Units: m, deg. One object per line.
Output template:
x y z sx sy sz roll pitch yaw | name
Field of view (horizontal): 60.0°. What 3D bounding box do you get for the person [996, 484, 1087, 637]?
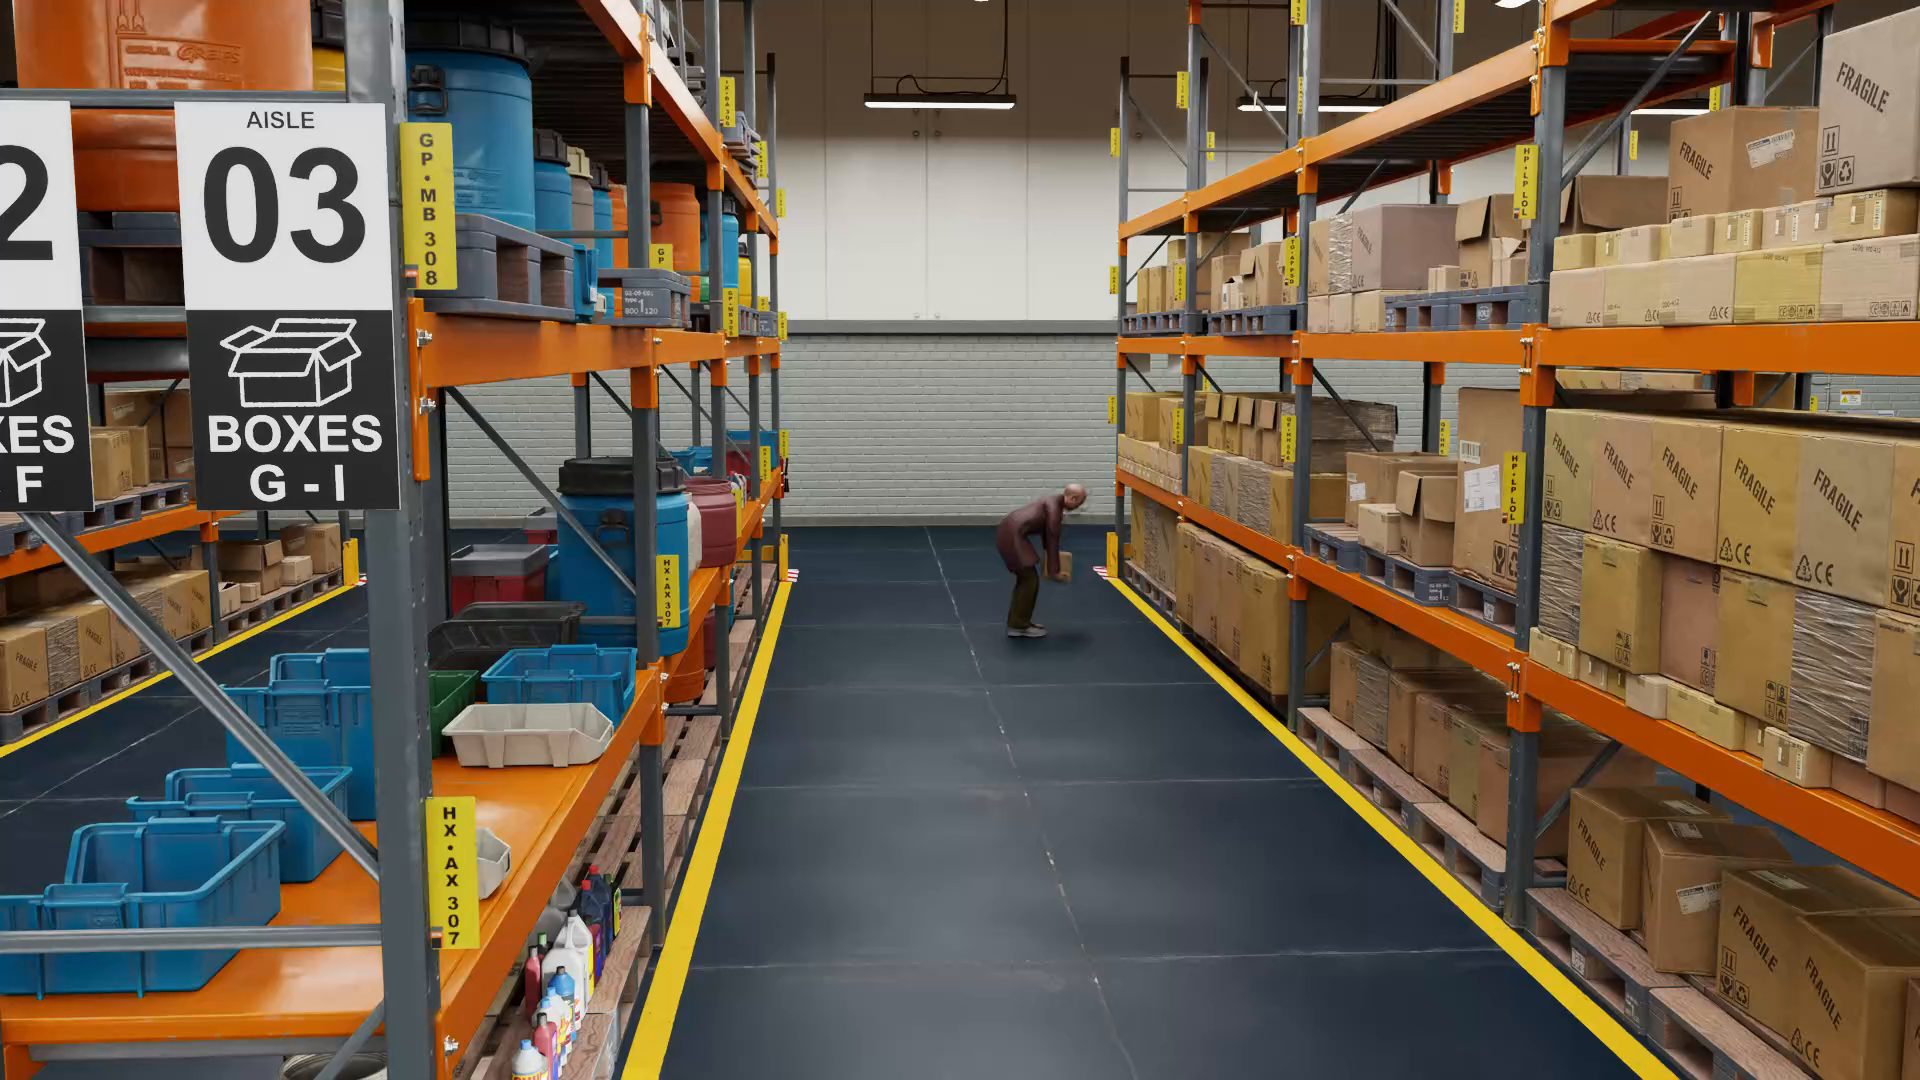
0.768 0.186 15.709 0.859 1.435 0.541 -1 7 -5 | person
